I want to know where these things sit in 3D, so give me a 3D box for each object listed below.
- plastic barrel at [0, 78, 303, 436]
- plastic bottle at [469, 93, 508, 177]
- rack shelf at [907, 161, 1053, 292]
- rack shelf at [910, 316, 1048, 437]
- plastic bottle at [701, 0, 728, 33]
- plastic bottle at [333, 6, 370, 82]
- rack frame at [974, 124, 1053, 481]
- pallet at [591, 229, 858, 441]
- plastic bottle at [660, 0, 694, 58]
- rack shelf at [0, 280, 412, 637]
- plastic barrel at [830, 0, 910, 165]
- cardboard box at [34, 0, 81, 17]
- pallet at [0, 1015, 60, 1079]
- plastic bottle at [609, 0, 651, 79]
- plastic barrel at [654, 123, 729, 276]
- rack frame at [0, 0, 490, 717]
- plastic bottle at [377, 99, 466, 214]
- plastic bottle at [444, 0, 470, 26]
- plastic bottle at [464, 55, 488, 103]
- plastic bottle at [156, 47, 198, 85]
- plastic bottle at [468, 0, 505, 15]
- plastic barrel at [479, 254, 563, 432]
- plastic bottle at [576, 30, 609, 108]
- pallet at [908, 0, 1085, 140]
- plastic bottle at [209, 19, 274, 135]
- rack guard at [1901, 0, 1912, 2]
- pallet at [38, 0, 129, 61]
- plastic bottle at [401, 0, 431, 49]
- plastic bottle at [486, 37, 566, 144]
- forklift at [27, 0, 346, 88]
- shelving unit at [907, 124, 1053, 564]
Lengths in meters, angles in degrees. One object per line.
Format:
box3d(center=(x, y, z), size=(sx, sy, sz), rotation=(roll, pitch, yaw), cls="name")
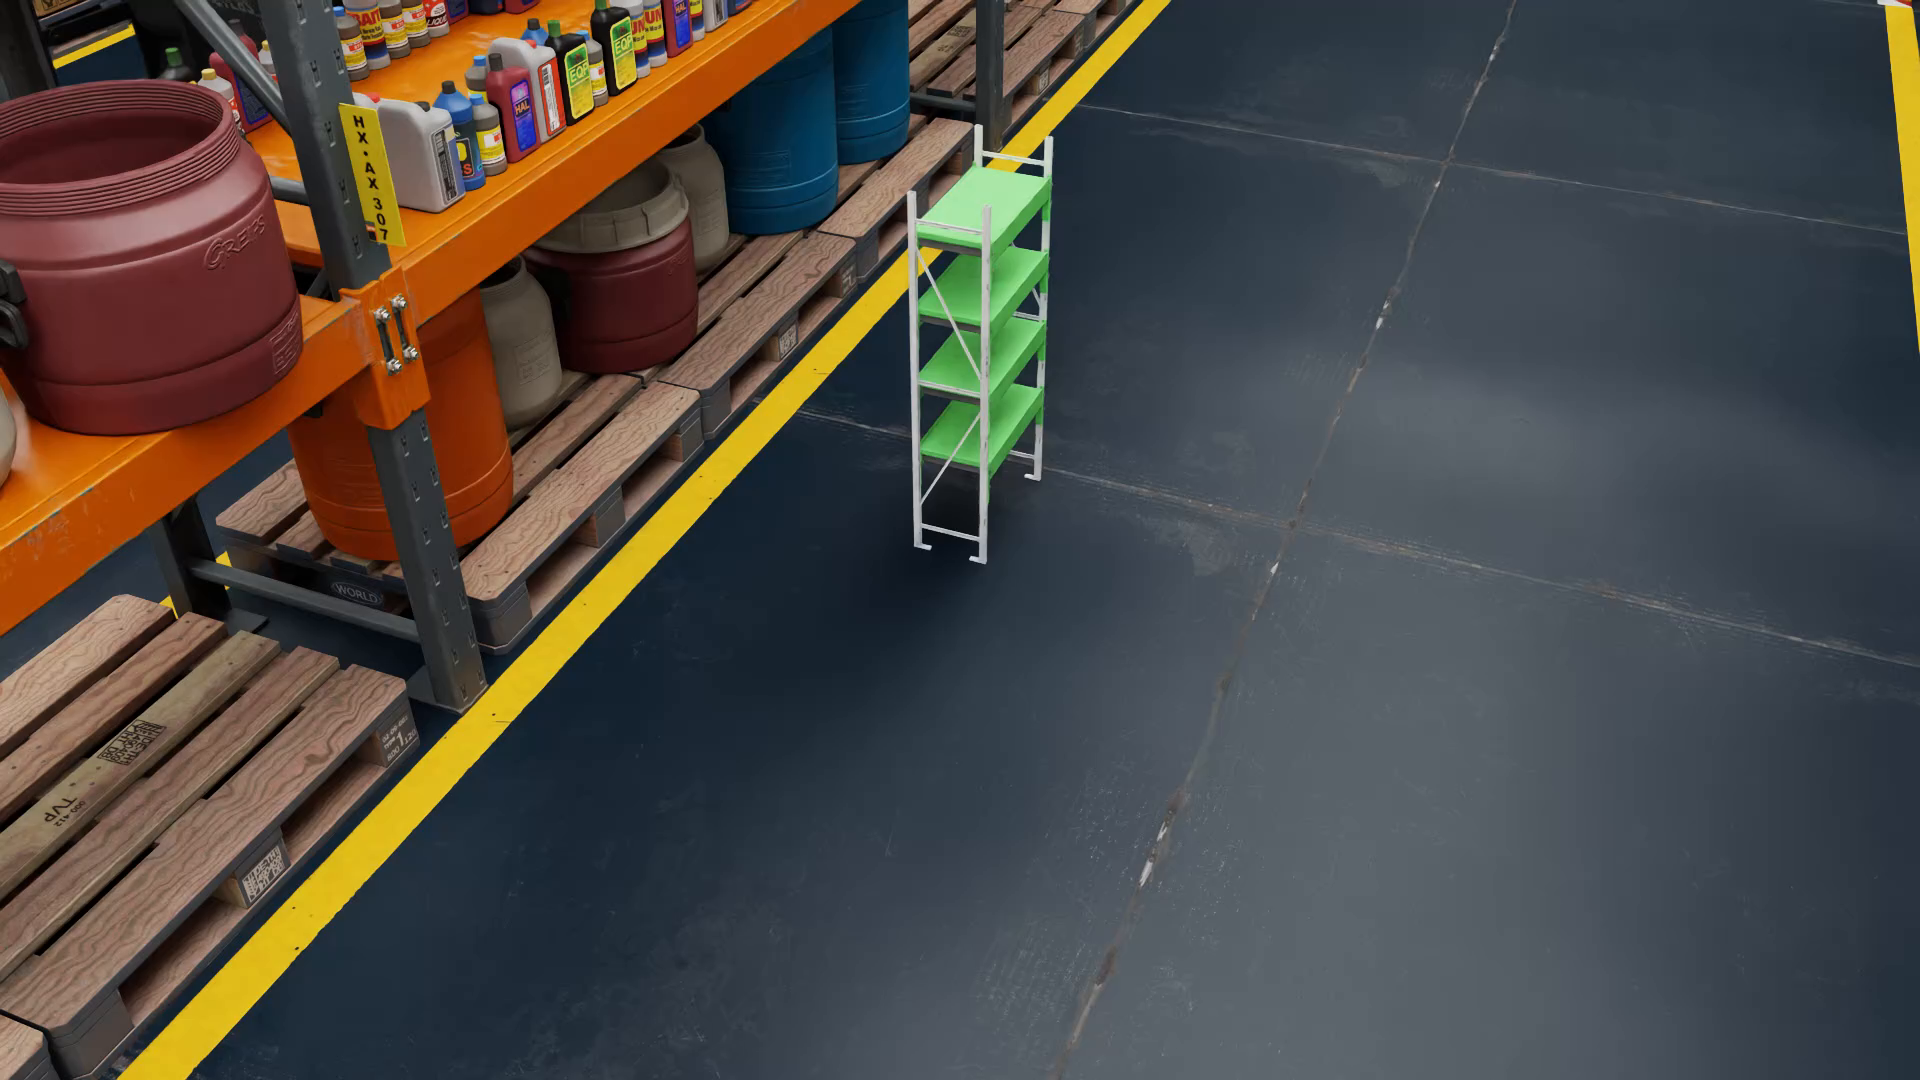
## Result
box3d(center=(-1.709, -0.589, 3.420), size=(0.600, 0.536, 0.708), rotation=(14, 39, 18), cls="plastic barrel")
box3d(center=(-1.242, -1.059, 4.327), size=(0.097, 0.201, 0.097), rotation=(0, 37, 0), cls="plastic bottle")
box3d(center=(0.063, -0.906, 4.764), size=(0.258, 0.148, 0.480), rotation=(14, 39, 18), cls="rack shelf")
box3d(center=(0.063, -0.521, 5.052), size=(0.258, 0.148, 0.480), rotation=(14, 39, 18), cls="rack shelf")
box3d(center=(-0.821, -1.745, 5.183), size=(0.152, 0.276, 0.135), rotation=(14, 39, 18), cls="plastic bottle")
box3d(center=(-1.793, -1.452, 4.853), size=(0.097, 0.201, 0.097), rotation=(0, 37, 0), cls="plastic bottle")
box3d(center=(0.156, -0.707, 5.194), size=(0.240, 1.200, 0.015), rotation=(14, 39, 18), cls="rack frame")
box3d(center=(-1.085, -0.863, 6.228), size=(1.003, 0.211, 1.213), rotation=(14, 39, 18), cls="pallet")
box3d(center=(-0.867, -1.609, 4.995), size=(0.061, 0.283, 0.133), rotation=(14, 39, 18), cls="plastic bottle")
box3d(center=(-2.574, 0.535, 2.630), size=(1.077, 0.370, 4.000), rotation=(14, 39, 18), cls="rack shelf")
box3d(center=(-0.513, -2.106, 6.964), size=(0.600, 0.901, 0.708), rotation=(14, 39, 18), cls="plastic barrel")
box3d(center=(-4.793, -3.042, 8.535), size=(0.500, 0.500, 0.500), rotation=(14, 39, 17), cls="cardboard box")
box3d(center=(-2.609, 1.349, 3.269), size=(1.003, 0.211, 1.213), rotation=(14, 39, 18), cls="pallet")
box3d(center=(-0.965, -1.491, 4.847), size=(0.097, 0.271, 0.097), rotation=(0, 37, 0), cls="plastic bottle")
box3d(center=(-1.080, -1.266, 6.165), size=(0.421, 0.512, 0.421), rotation=(0, 37, 0), cls="plastic barrel")
box3d(center=(-1.813, -0.861, 3.896), size=(1.000, 3.000, 0.127), rotation=(14, 39, 18), cls="rack frame")
box3d(center=(-1.349, -0.977, 4.155), size=(0.152, 0.276, 0.135), rotation=(14, 39, 18), cls="plastic bottle")
box3d(center=(-1.618, -1.768, 5.208), size=(0.061, 0.283, 0.133), rotation=(14, 39, 18), cls="plastic bottle")
box3d(center=(-1.295, -1.222, 4.545), size=(0.097, 0.201, 0.097), rotation=(0, 37, 0), cls="plastic bottle")
box3d(center=(-2.053, -1.135, 4.361), size=(0.061, 0.283, 0.133), rotation=(14, 39, 18), cls="plastic bottle")
box3d(center=(-1.519, -1.874, 5.293), size=(0.144, 0.351, 0.185), rotation=(14, 39, 18), cls="plastic bottle")
box3d(center=(-1.510, -0.640, 5.328), size=(0.421, 0.512, 0.421), rotation=(0, 37, 0), cls="plastic barrel")
box3d(center=(-1.053, -1.335, 4.697), size=(0.097, 0.201, 0.097), rotation=(0, 37, 0), cls="plastic bottle")
box3d(center=(-0.047, -2.375, 8.251), size=(1.003, 0.211, 1.213), rotation=(14, 39, 18), cls="pallet")
box3d(center=(-1.965, -1.263, 4.532), size=(0.061, 0.283, 0.133), rotation=(14, 39, 18), cls="plastic bottle")
box3d(center=(5.821, -3.174, 9.079), size=(1.175, 0.500, 0.348), rotation=(14, 39, 18), cls="rack guard")
box3d(center=(-5.144, -2.630, 8.592), size=(1.003, 0.211, 1.213), rotation=(14, 39, 18), cls="pallet")
box3d(center=(-1.682, -1.613, 5.069), size=(0.097, 0.201, 0.097), rotation=(0, 37, 0), cls="plastic bottle")
box3d(center=(-1.173, -1.233, 4.498), size=(0.152, 0.276, 0.135), rotation=(14, 39, 18), cls="plastic bottle")
box3d(center=(-3.143, -2.560, 6.227), size=(1.130, 2.935, 3.031), rotation=(19, 41, 23), cls="forklift")
box3d(center=(0.063, -0.572, 5.013), size=(0.258, 1.200, 0.503), rotation=(14, 39, 18), cls="shelving unit")
